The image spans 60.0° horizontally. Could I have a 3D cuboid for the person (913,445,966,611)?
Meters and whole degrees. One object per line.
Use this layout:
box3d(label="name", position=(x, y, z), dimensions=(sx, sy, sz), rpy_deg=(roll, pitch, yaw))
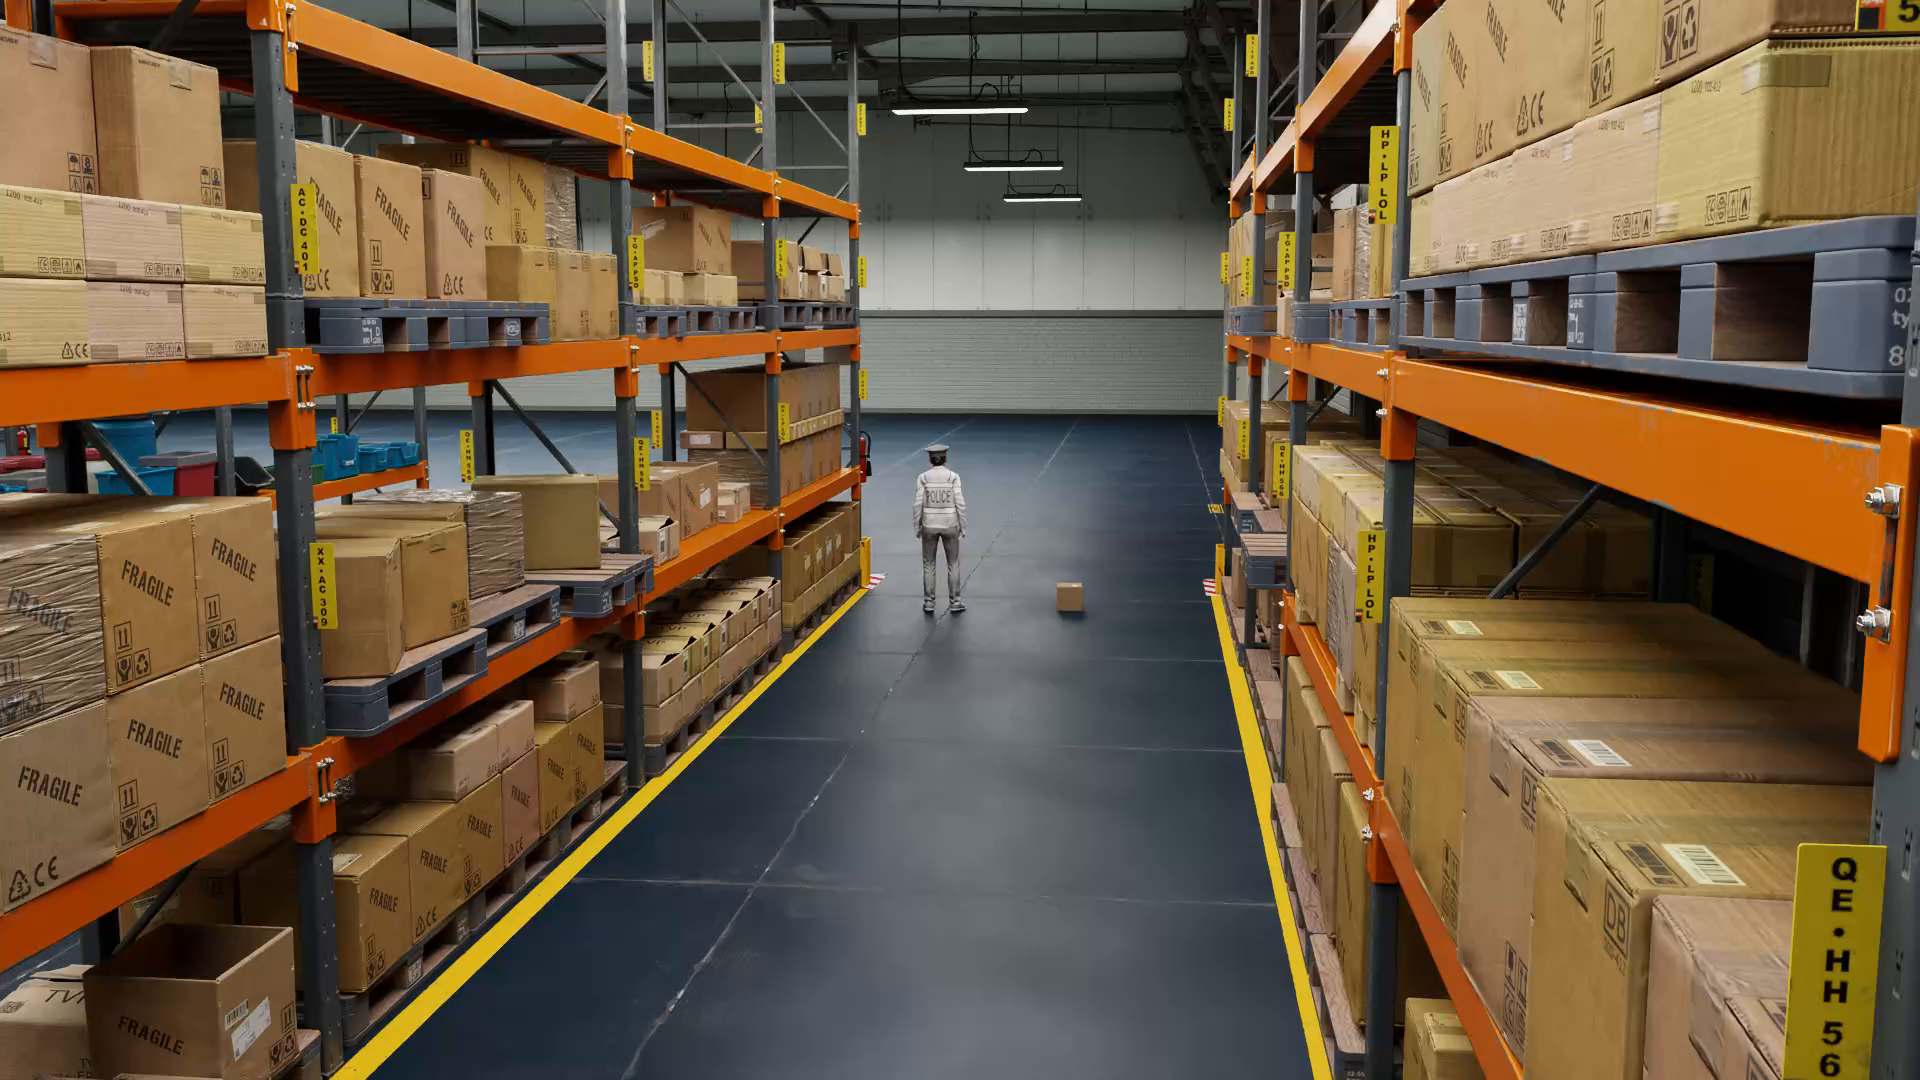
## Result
box3d(label="person", position=(-0.204, -0.113, 16.623), dimensions=(0.532, 1.663, 0.375), rpy_deg=(0, 8, 3))
